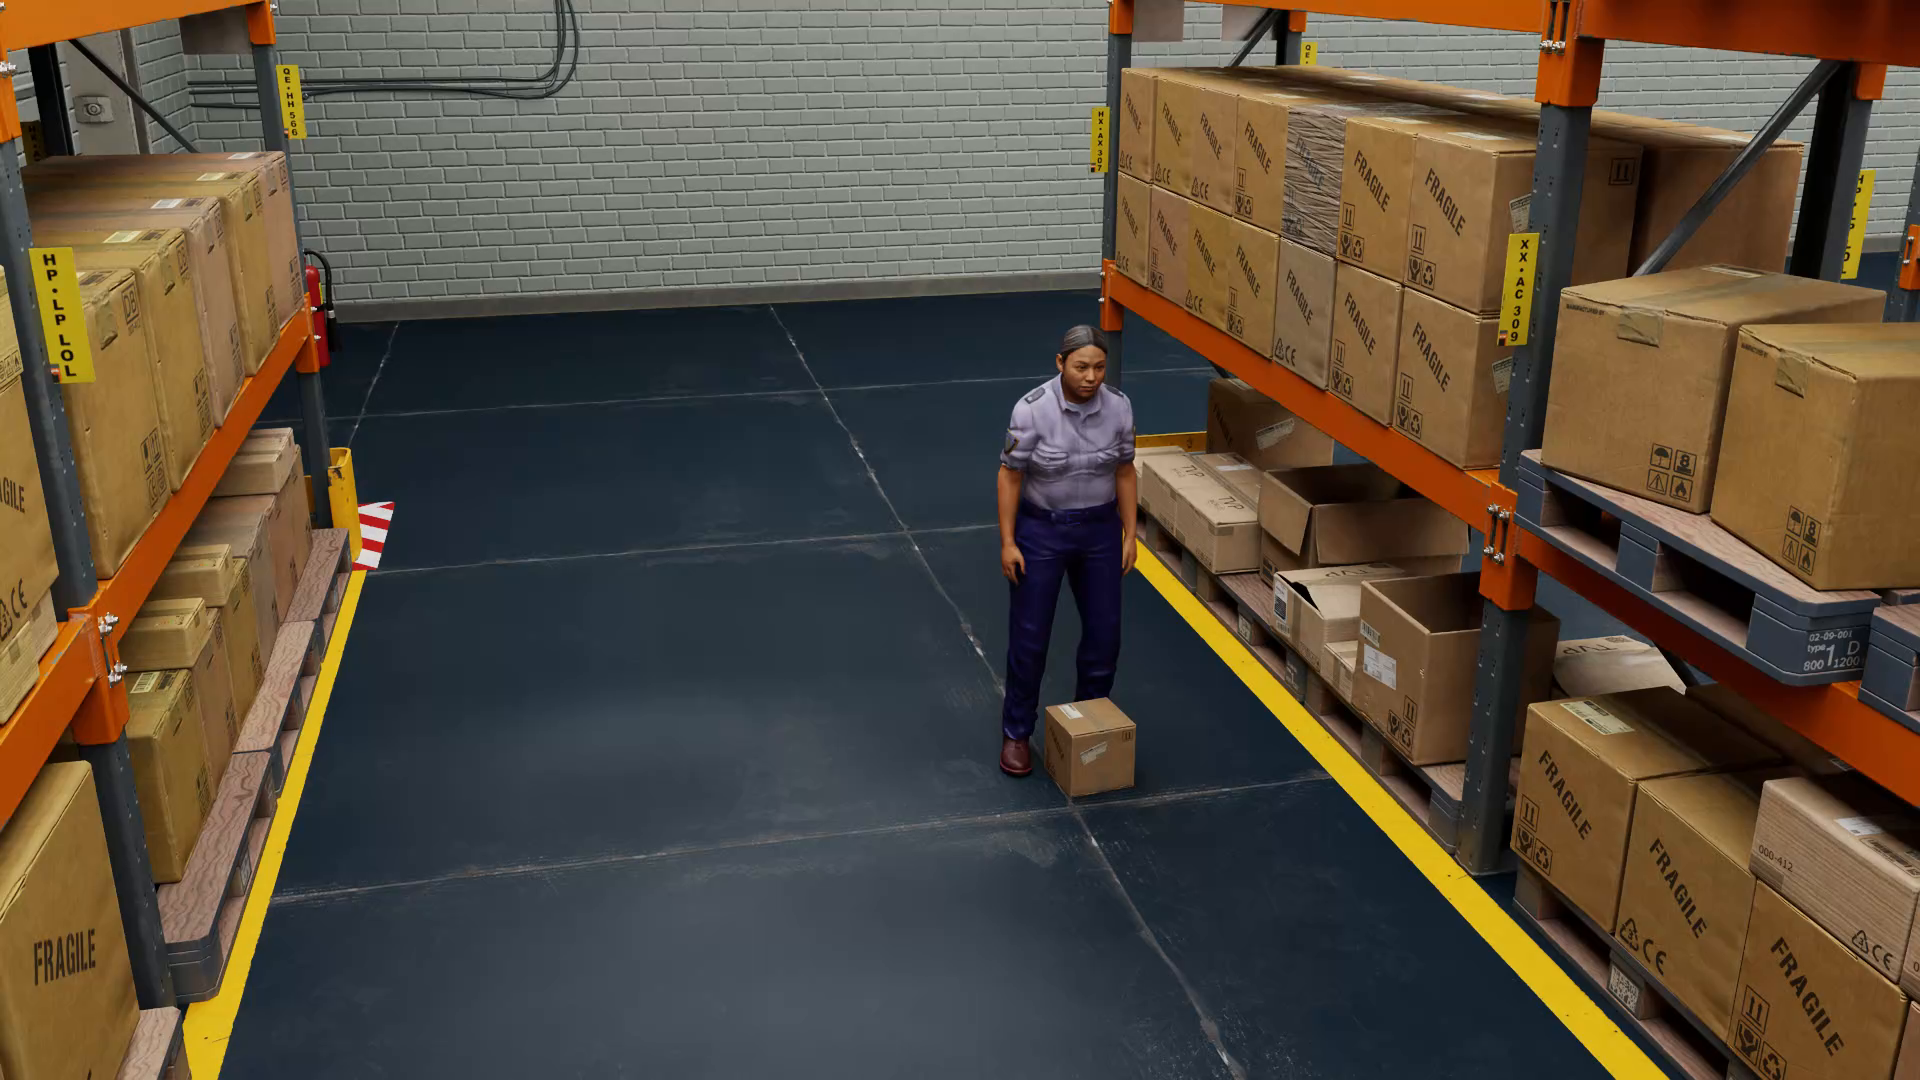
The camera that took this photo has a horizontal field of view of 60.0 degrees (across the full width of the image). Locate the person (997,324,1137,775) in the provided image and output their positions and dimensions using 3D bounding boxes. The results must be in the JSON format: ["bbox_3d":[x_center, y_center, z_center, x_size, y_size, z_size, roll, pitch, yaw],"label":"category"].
[{"bbox_3d":[0.388,0.018,6.033,0.539,1.651,0.377,-5,20,-12],"label":"person"}]
